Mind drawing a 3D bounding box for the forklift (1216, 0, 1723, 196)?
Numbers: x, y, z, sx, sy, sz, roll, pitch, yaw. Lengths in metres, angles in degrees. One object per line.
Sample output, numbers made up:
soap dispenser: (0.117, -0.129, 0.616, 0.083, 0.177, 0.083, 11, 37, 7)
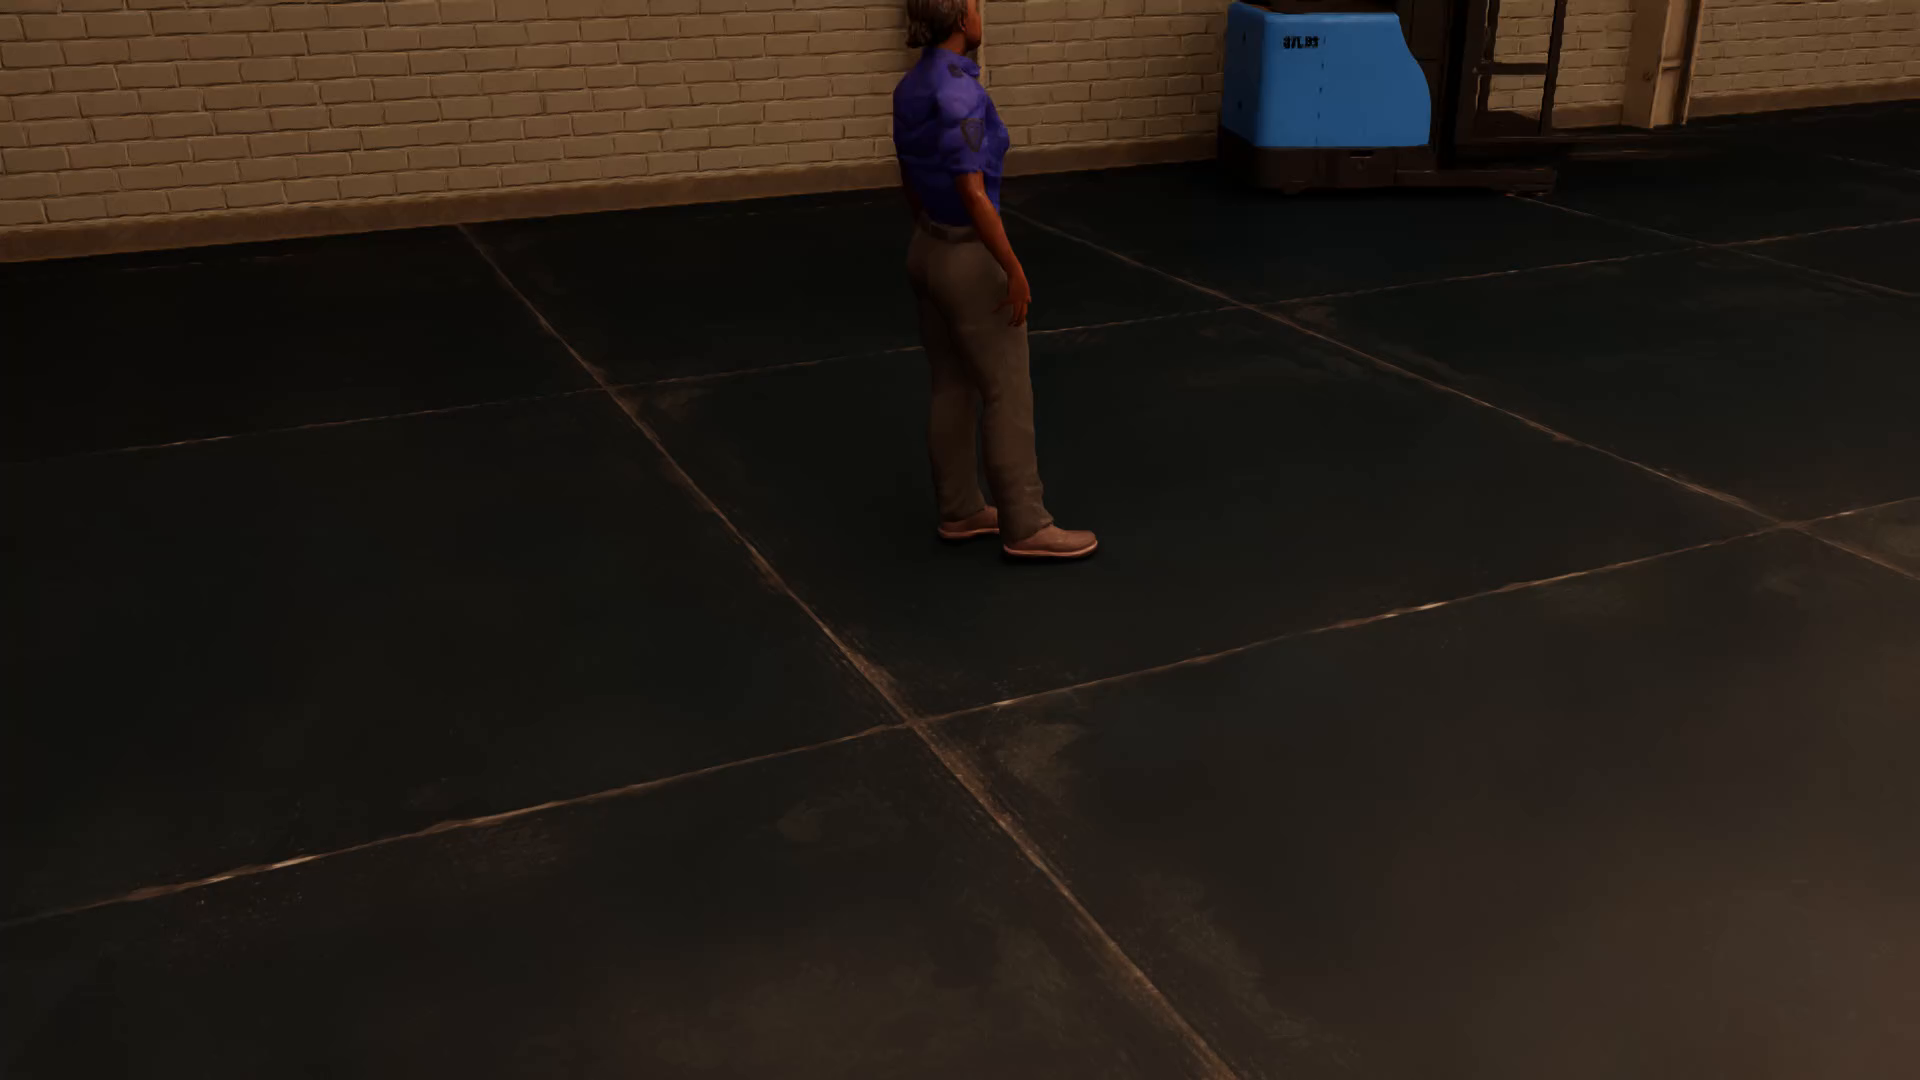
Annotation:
forklift: (3.227, -3.654, 10.083, 3.031, 2.935, 1.130, -2, 23, -5)

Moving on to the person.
person: (0.088, -0.778, 4.805, 0.503, 1.654, 0.570, -10, 25, -23)
